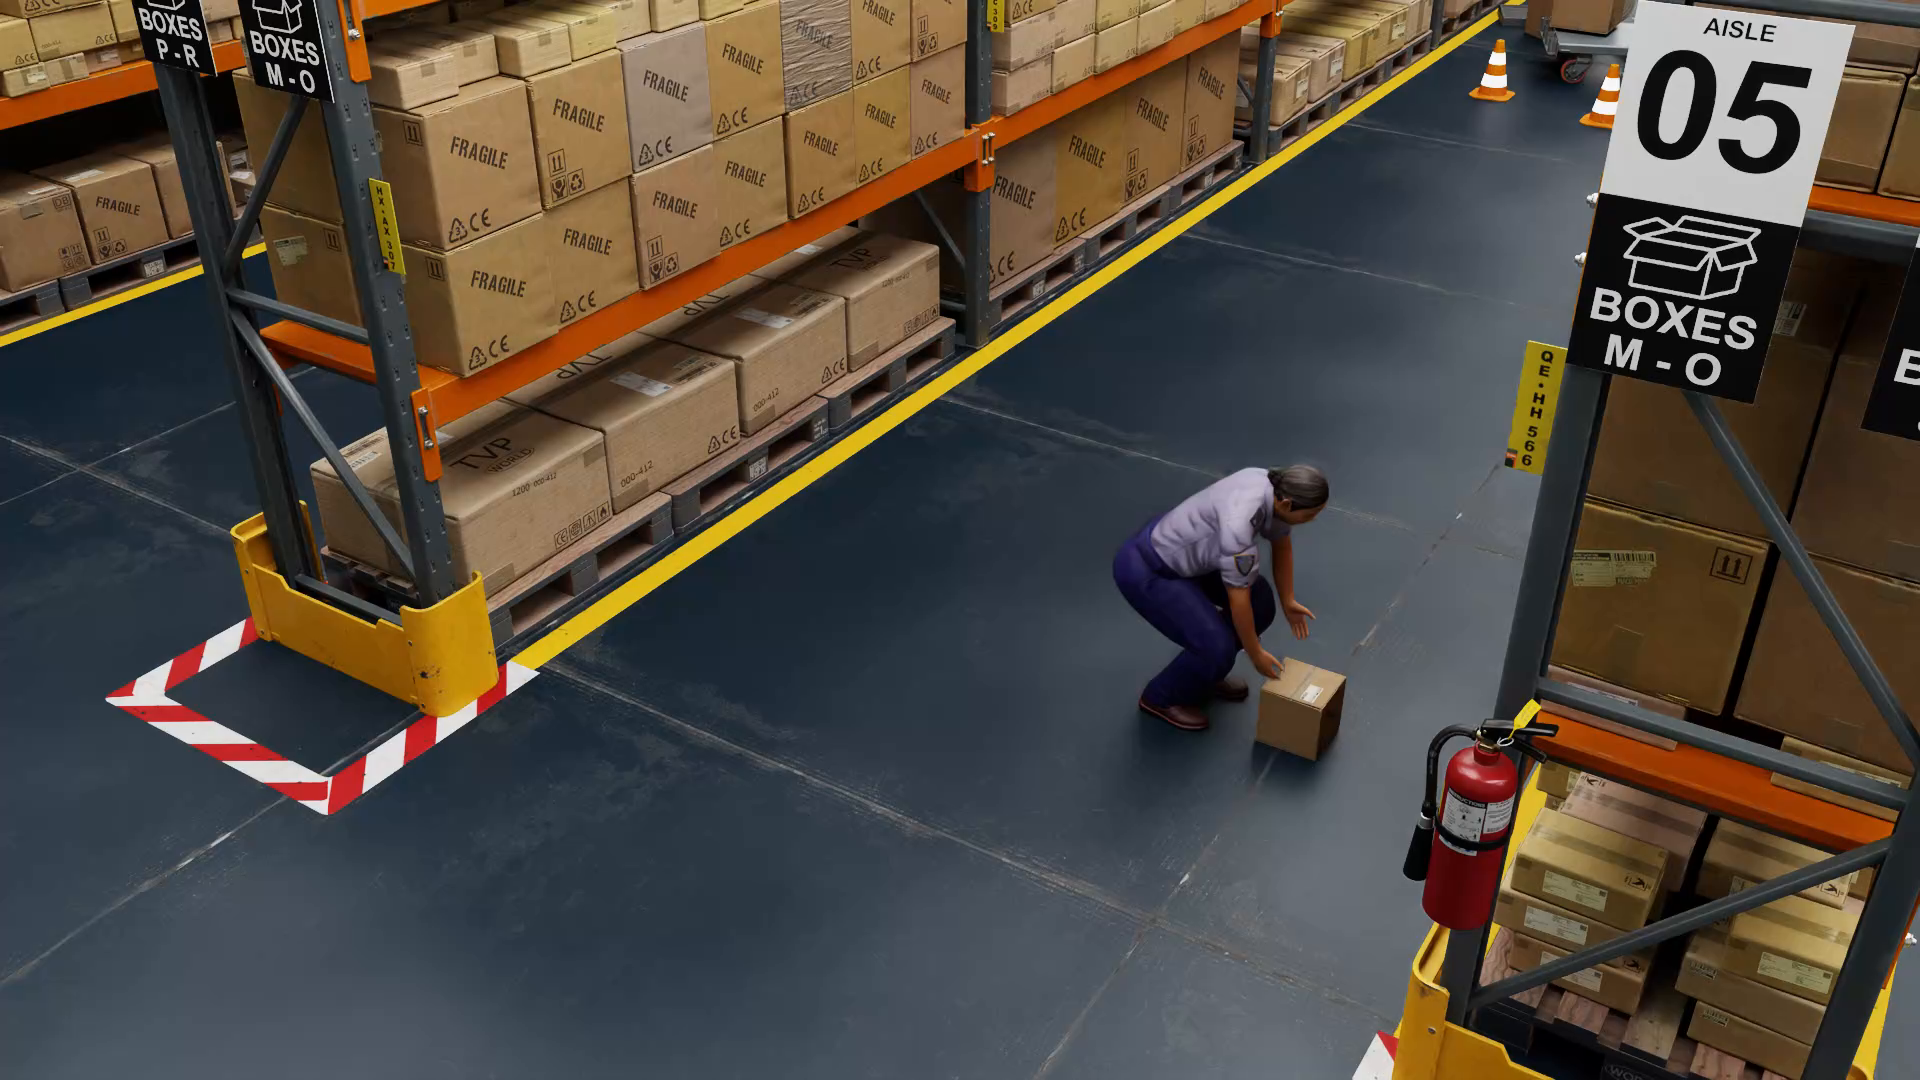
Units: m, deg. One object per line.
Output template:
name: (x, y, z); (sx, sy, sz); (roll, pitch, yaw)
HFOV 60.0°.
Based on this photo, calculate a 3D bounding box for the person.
person: (0.991, 0.158, 6.384); (0.762, 1.141, 0.539); (18, 35, 27)
